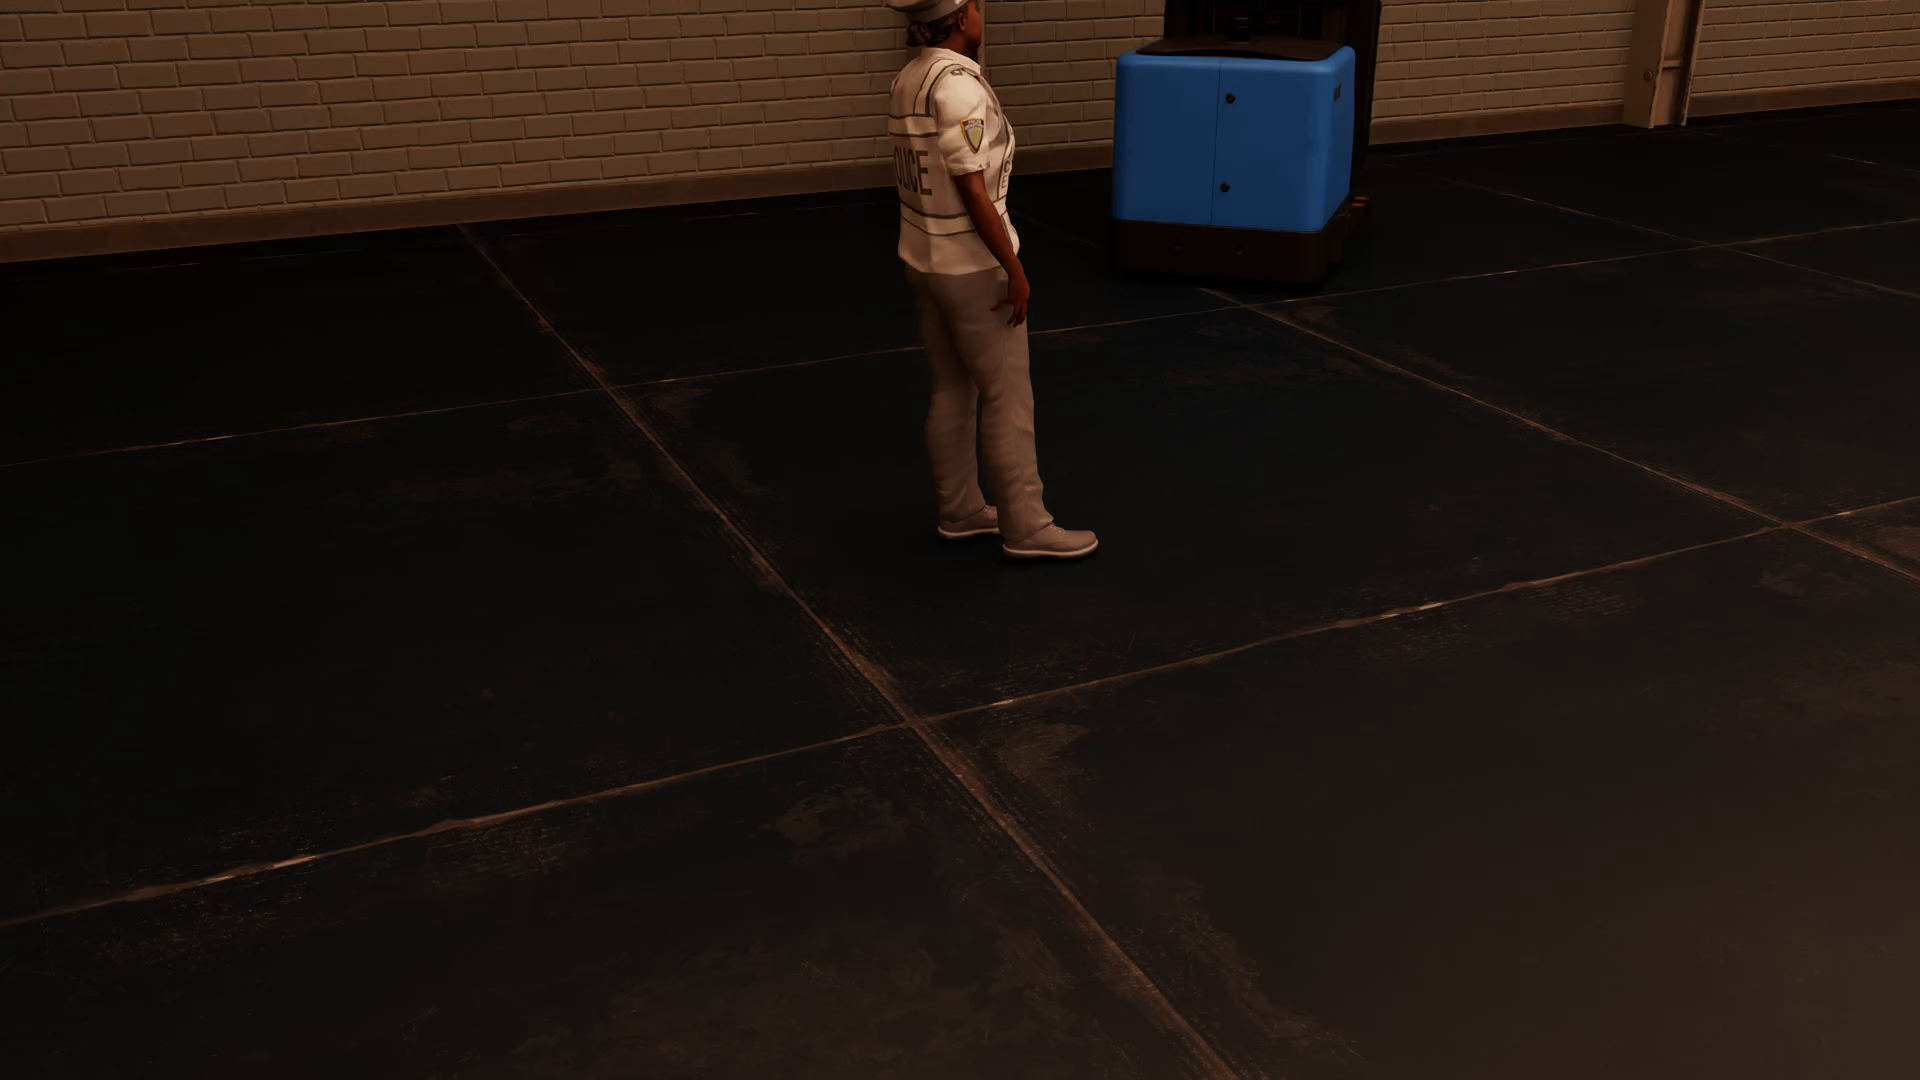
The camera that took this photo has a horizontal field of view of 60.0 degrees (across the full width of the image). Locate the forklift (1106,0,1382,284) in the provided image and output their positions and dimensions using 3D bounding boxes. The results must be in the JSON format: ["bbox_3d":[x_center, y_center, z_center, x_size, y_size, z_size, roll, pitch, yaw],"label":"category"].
[{"bbox_3d":[1.689,-3.098,8.744,1.130,2.935,3.031,8,24,18],"label":"forklift"}]

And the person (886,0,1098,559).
[{"bbox_3d":[0.076,-0.795,4.792,0.528,1.697,0.570,-10,25,-23],"label":"person"}]
